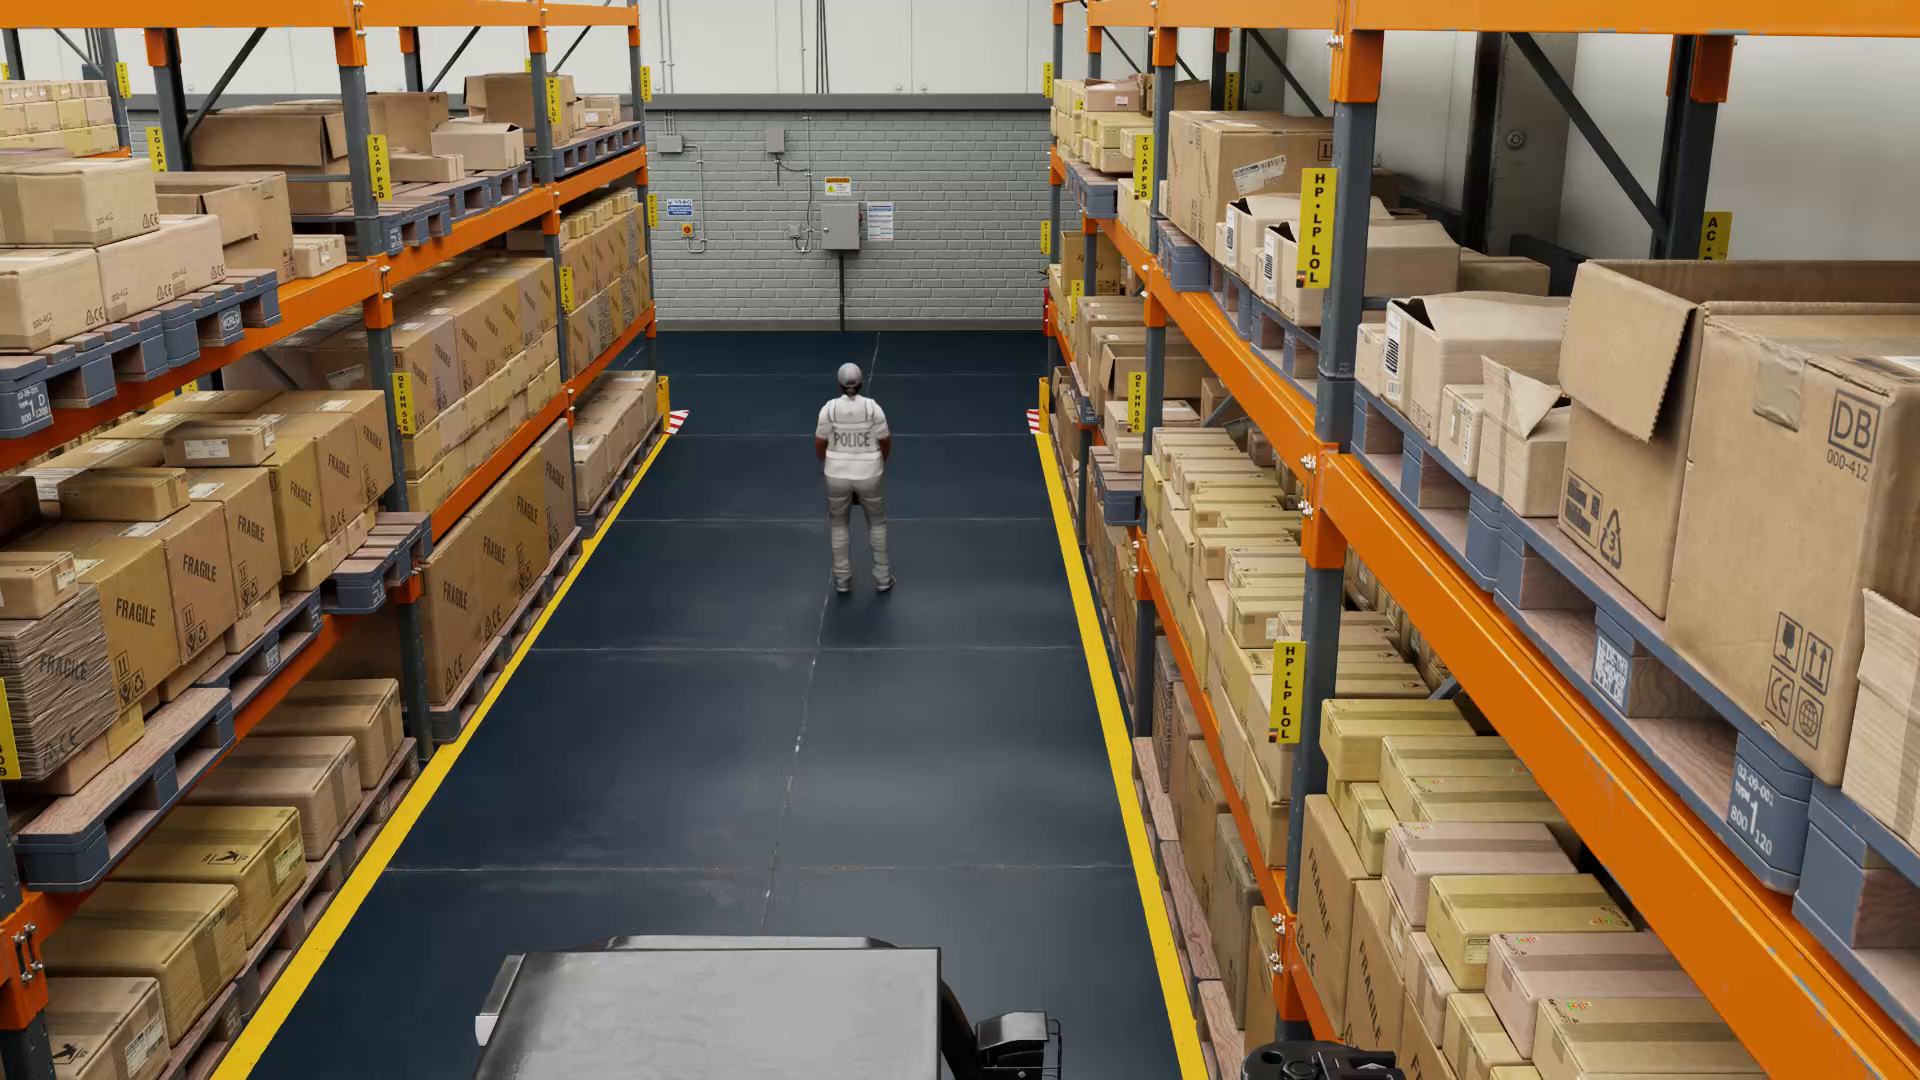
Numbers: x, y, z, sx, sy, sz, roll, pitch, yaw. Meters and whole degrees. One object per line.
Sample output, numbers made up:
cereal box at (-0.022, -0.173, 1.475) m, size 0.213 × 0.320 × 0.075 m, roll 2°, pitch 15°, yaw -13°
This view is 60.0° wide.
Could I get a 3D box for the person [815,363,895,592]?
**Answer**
person at (-0.758, -0.452, 11.985) m, size 0.562 × 1.667 × 0.423 m, roll 0°, pitch 17°, yaw -1°
